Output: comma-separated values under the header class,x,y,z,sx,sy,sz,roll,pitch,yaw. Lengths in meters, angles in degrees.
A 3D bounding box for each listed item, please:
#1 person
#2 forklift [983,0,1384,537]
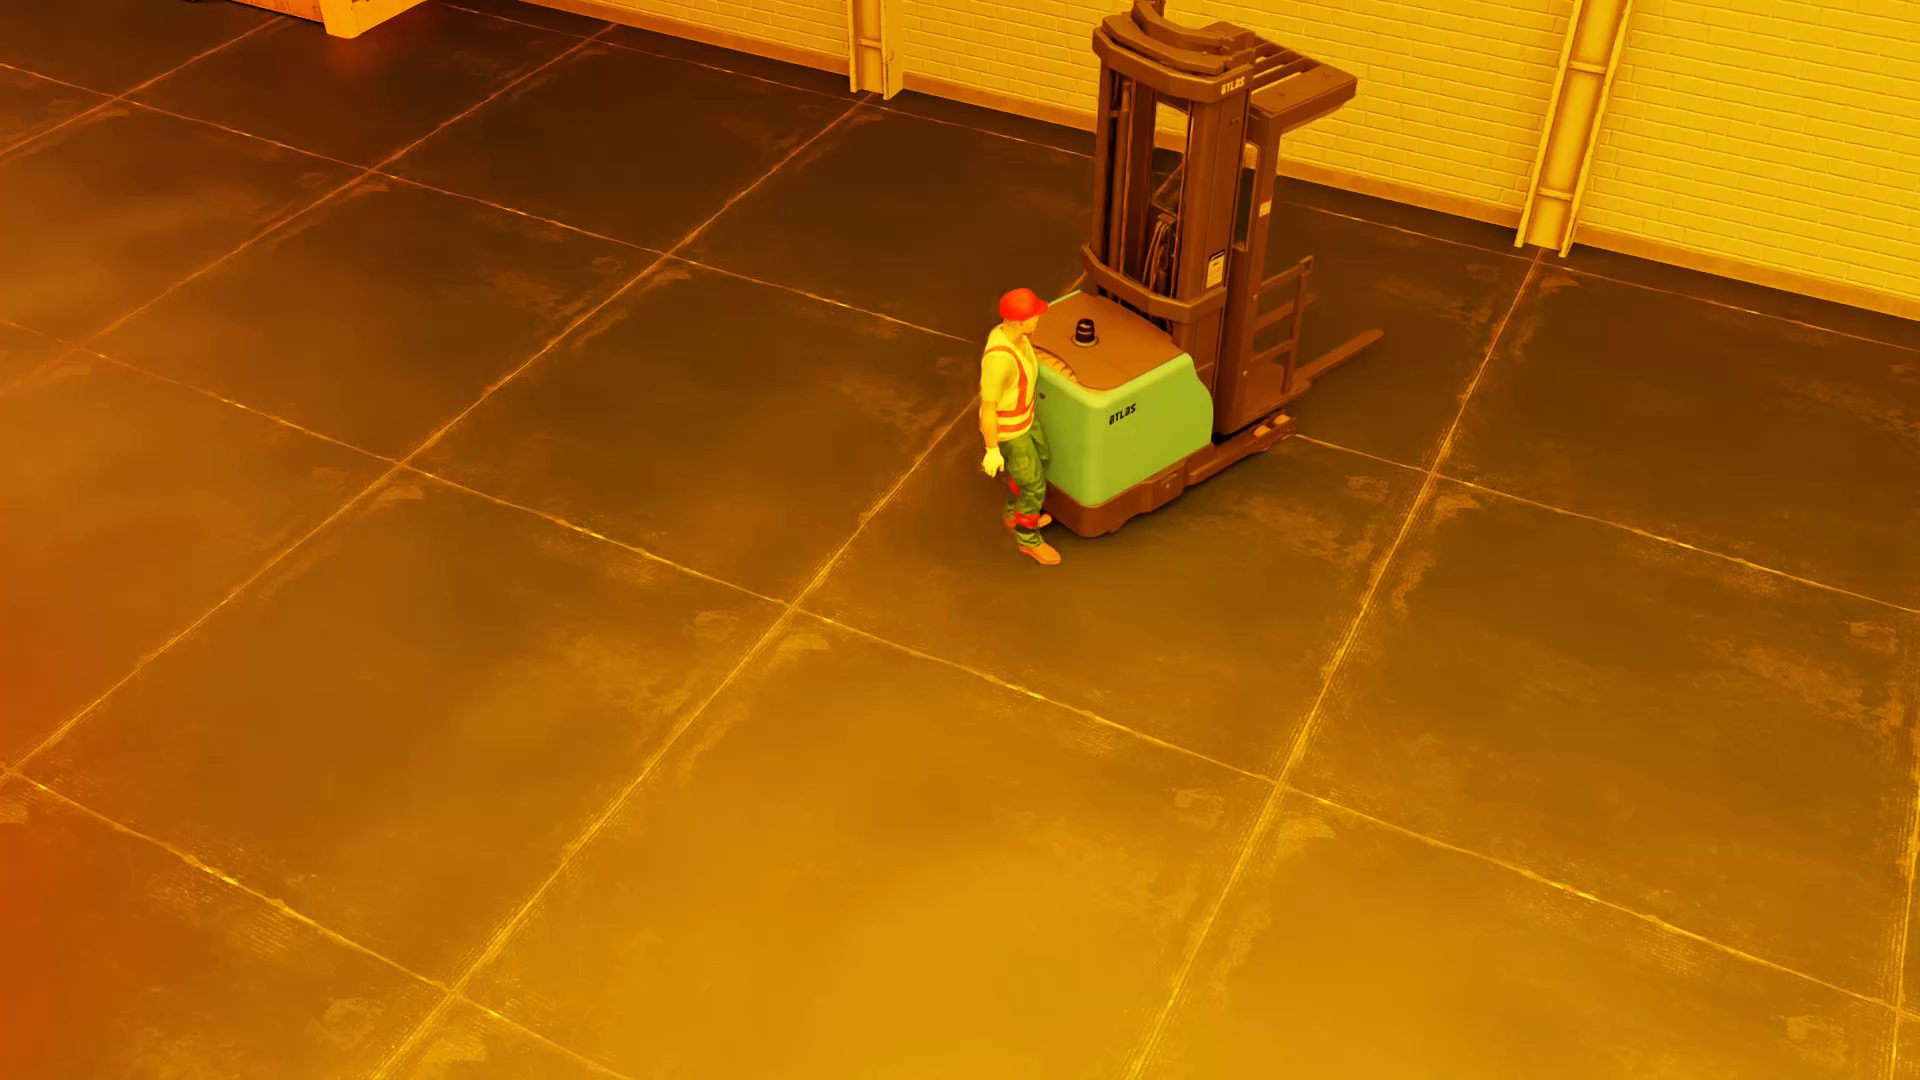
class,x,y,z,sx,sy,sz,roll,pitch,yaw
person,0.383,-0.679,9.721,0.534,1.750,0.795,7,41,8
forklift,1.601,-1.939,10.289,3.031,2.935,1.130,-29,48,-30
